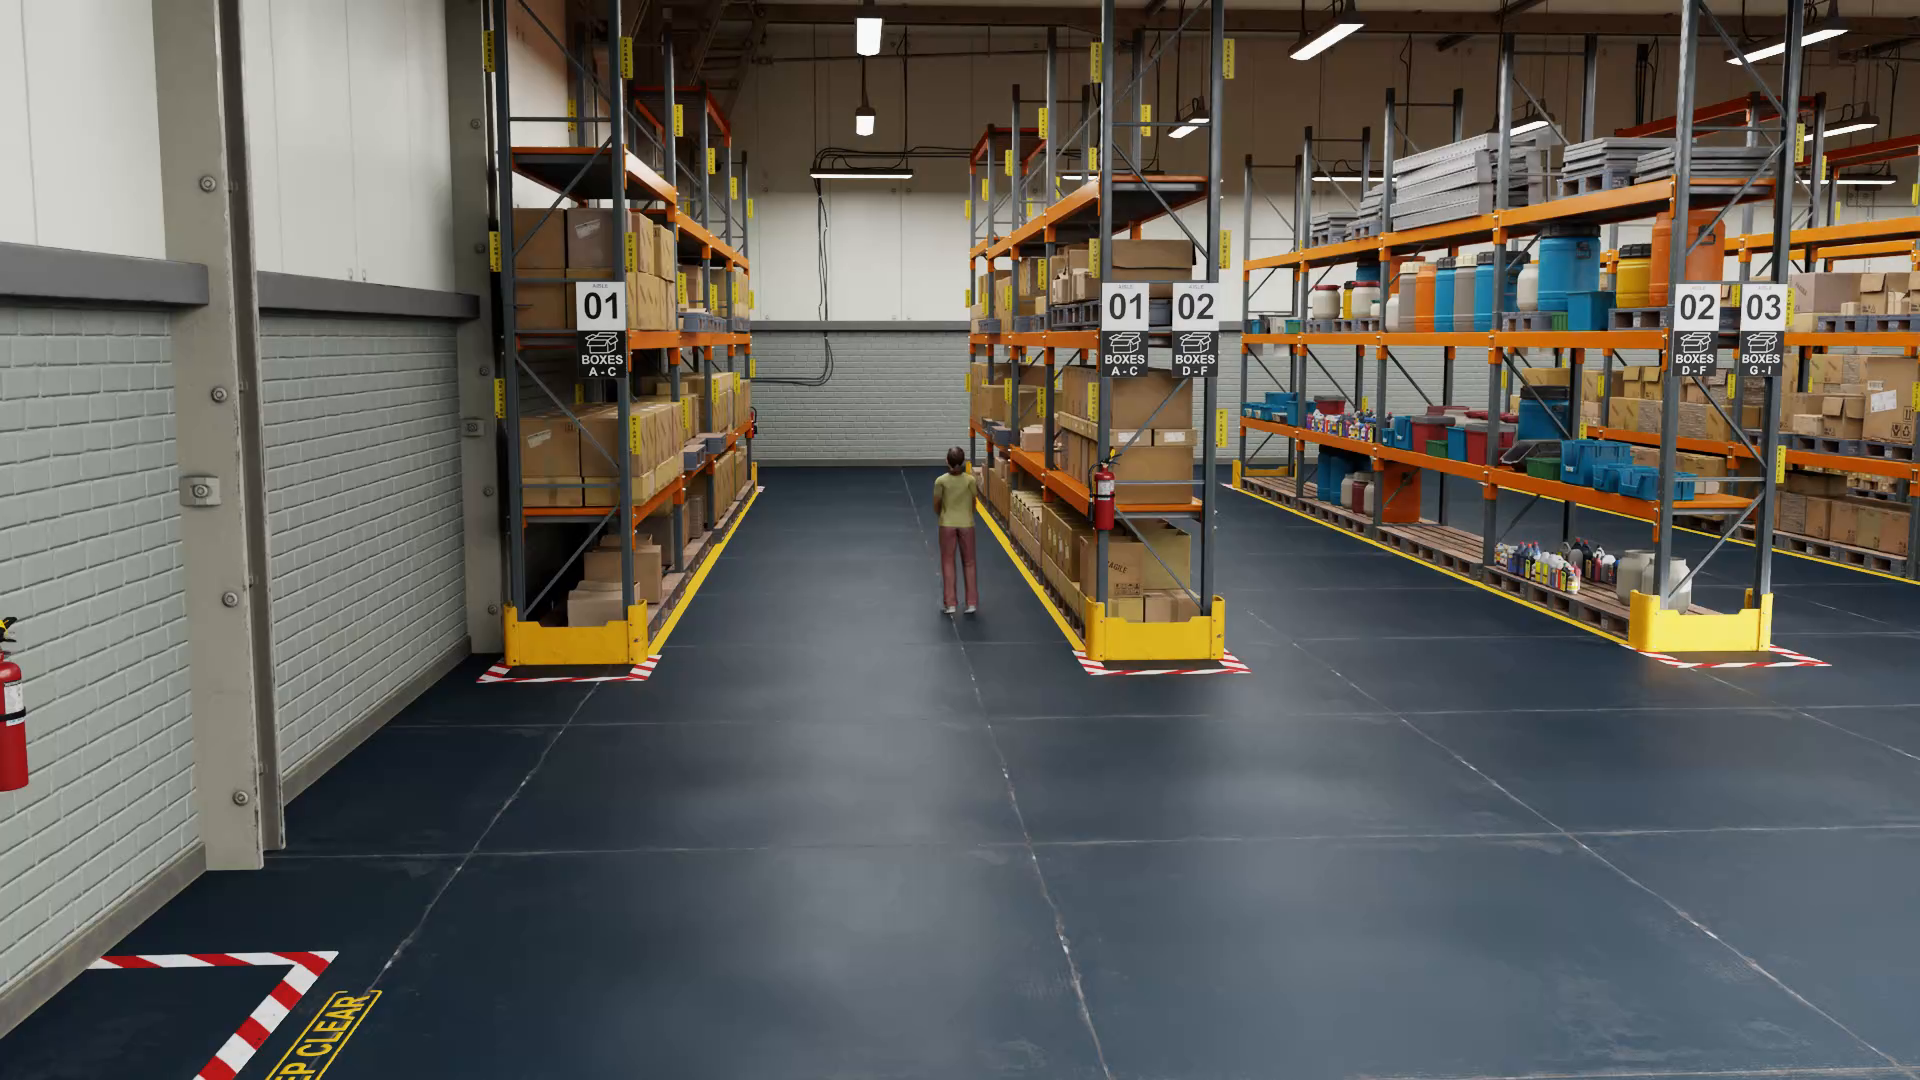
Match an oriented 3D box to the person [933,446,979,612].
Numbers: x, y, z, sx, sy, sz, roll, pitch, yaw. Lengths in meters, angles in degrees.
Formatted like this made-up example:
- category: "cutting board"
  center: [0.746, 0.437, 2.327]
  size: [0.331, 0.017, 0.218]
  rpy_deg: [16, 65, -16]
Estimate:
- category: "person"
  center: [-0.039, 0.015, 16.687]
  size: [0.463, 1.419, 0.519]
  rpy_deg: [0, 7, -3]
